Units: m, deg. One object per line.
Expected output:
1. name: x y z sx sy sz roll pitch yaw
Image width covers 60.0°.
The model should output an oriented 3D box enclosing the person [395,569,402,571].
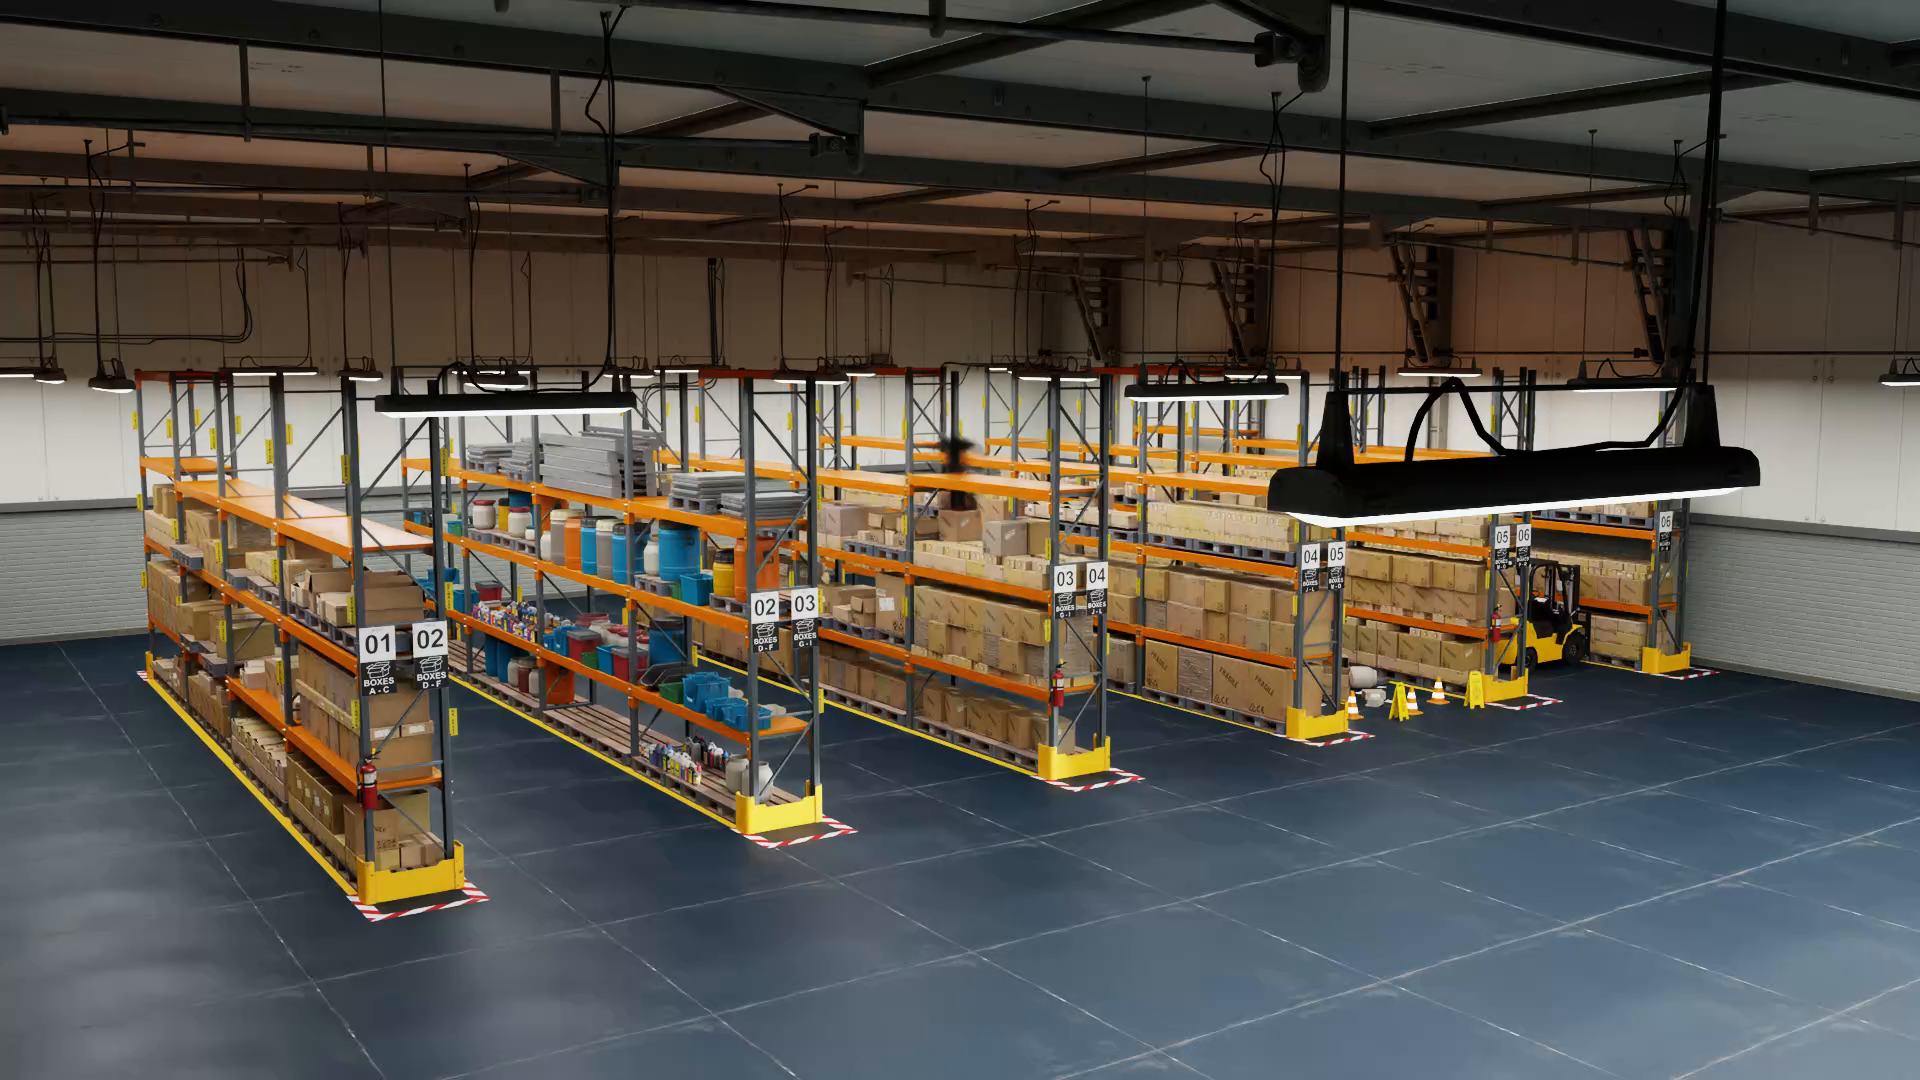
1. person: -12.265 1.450 36.014 0.715 1.635 0.604 -2 7 -19

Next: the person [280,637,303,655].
1. person: -13.647 1.738 33.898 0.587 1.551 0.842 -6 9 -42

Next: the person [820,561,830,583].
1. person: -3.078 1.311 37.176 0.544 1.713 0.803 -3 7 -28
